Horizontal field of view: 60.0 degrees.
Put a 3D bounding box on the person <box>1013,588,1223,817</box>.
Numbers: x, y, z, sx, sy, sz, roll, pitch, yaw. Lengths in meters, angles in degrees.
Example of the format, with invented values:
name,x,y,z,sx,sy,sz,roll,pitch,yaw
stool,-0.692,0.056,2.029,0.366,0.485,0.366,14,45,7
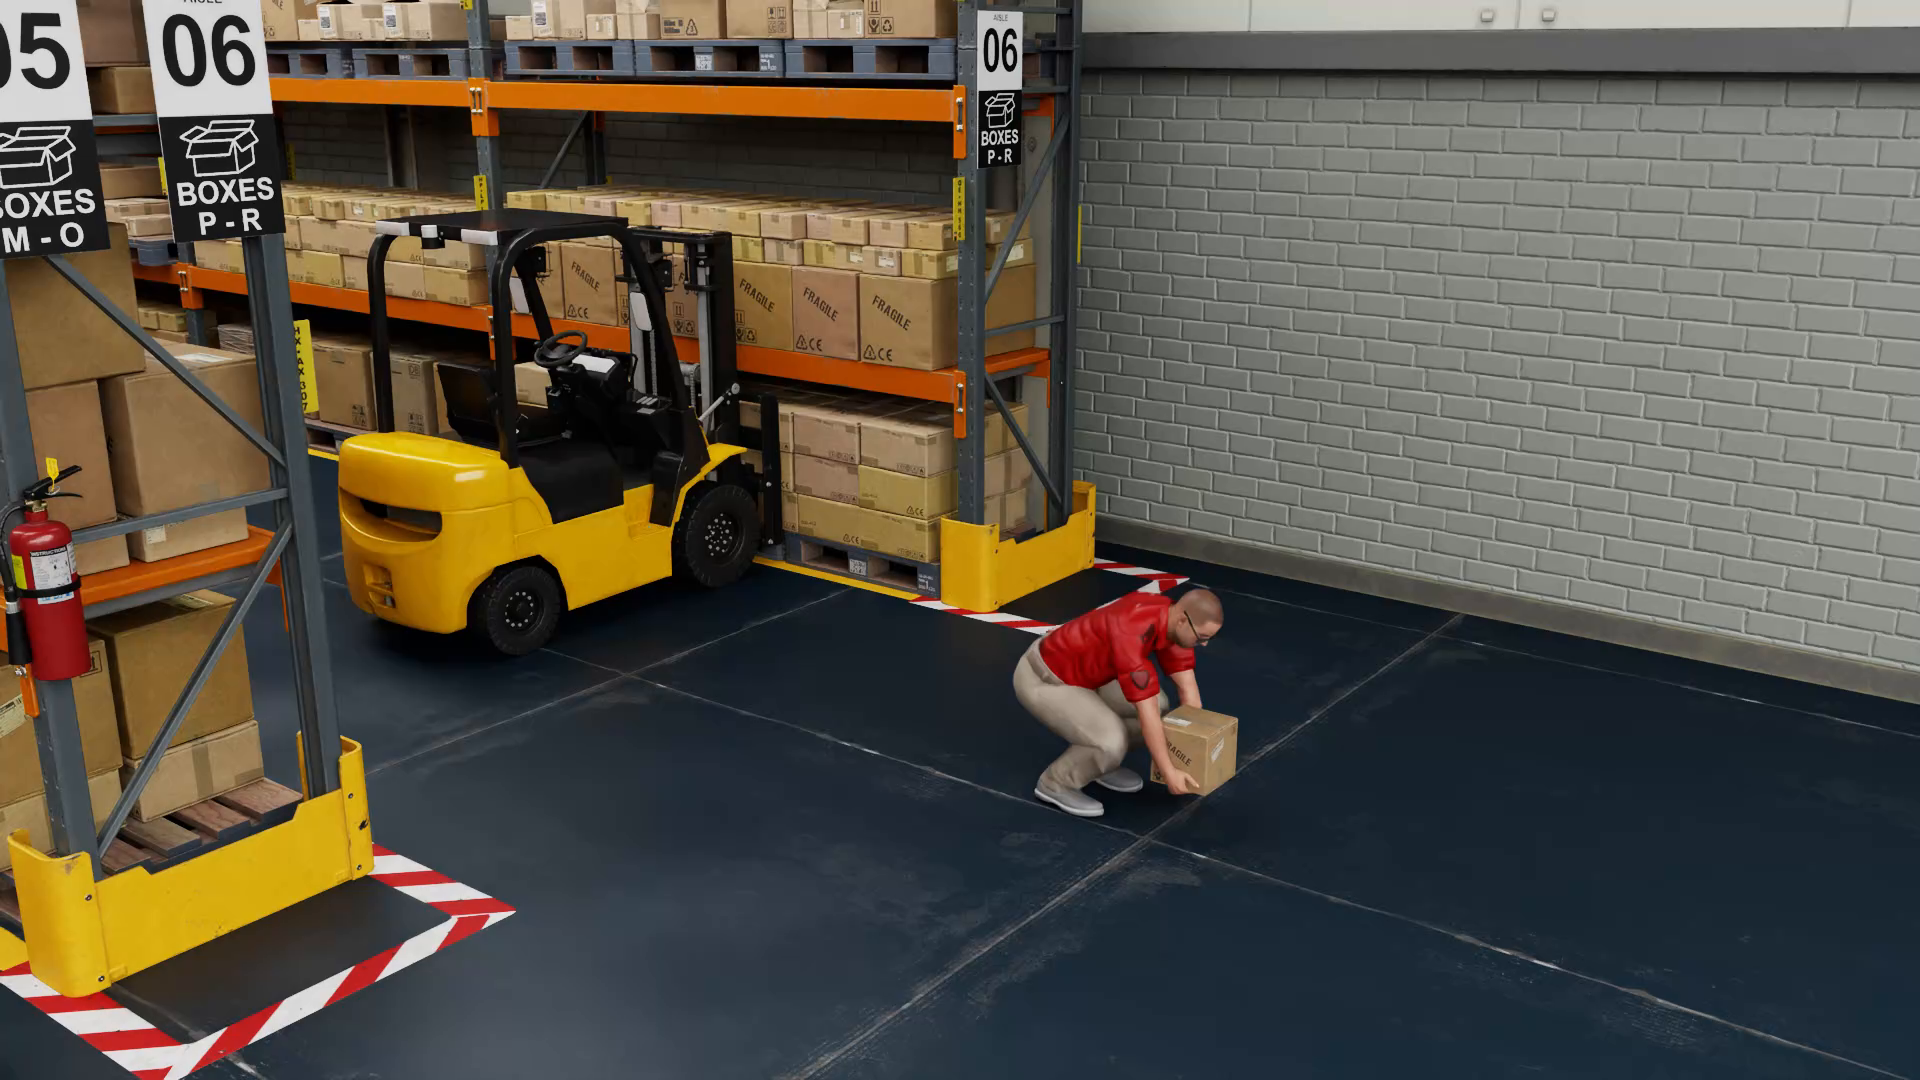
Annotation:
name,x,y,z,sx,sy,sz,roll,pitch,yaw
person,0.658,0.625,6.782,0.890,0.987,0.533,11,20,34
